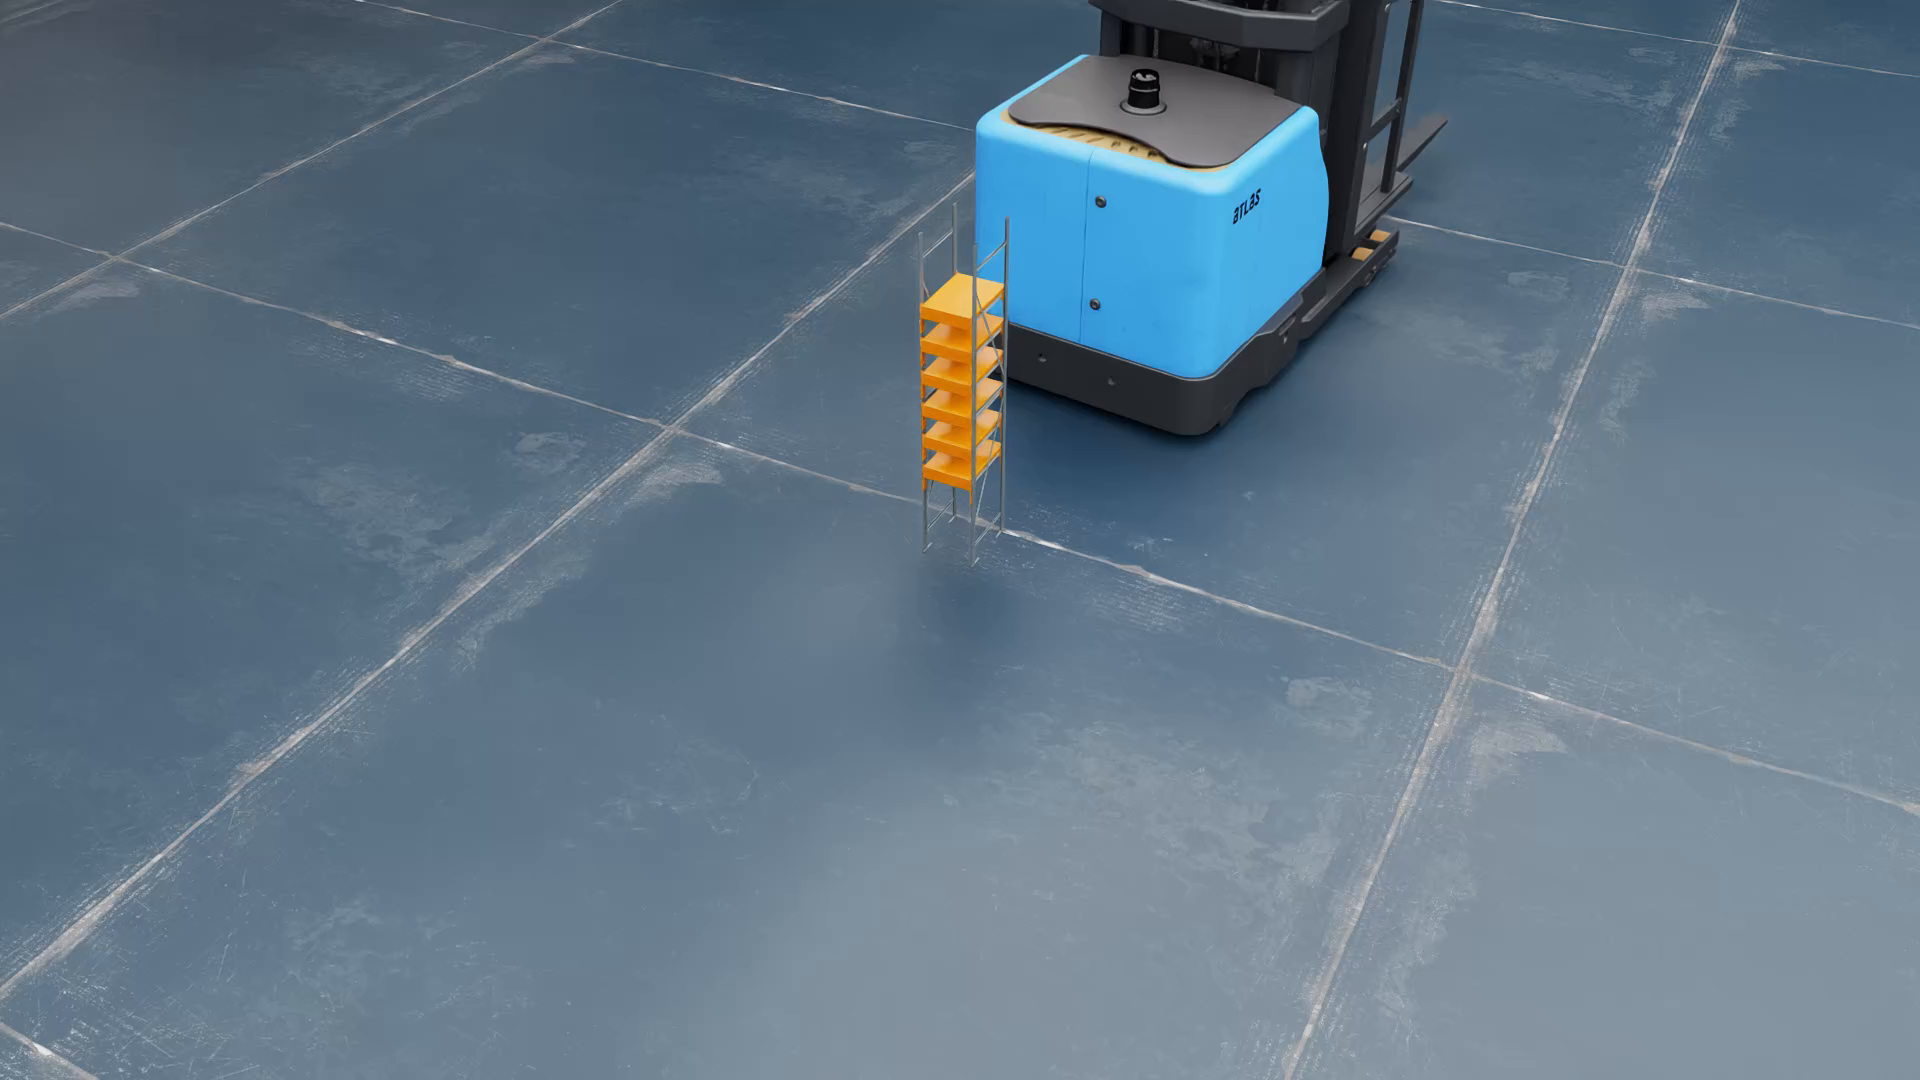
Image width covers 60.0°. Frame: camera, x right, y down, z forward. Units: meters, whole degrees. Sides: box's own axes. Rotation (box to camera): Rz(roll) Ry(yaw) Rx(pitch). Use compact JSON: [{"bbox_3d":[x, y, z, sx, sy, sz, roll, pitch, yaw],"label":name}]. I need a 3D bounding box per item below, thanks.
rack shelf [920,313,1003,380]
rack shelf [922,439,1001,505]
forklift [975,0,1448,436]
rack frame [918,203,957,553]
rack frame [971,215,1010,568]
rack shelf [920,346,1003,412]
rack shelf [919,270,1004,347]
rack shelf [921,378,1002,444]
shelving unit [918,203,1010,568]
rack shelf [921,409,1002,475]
[{"bbox_3d":[0.013,-0.630,5.264,0.180,0.103,0.258,17,41,21],"label":"rack shelf"},{"bbox_3d":[0.013,-0.247,5.554,0.180,0.103,0.258,17,41,21],"label":"rack shelf"},{"bbox_3d":[1.270,-2.409,6.499,1.130,2.935,3.031,22,42,26],"label":"forklift"},{"bbox_3d":[-0.068,-0.499,5.415,0.006,1.200,0.240,17,41,21],"label":"rack frame"},{"bbox_3d":[0.094,-0.448,5.348,0.006,1.200,0.240,17,41,21],"label":"rack frame"},{"bbox_3d":[0.013,-0.534,5.336,0.180,0.103,0.258,17,41,21],"label":"rack shelf"},{"bbox_3d":[0.013,-0.725,5.191,0.180,0.103,0.258,17,41,21],"label":"rack shelf"},{"bbox_3d":[0.013,-0.438,5.409,0.180,0.103,0.258,17,41,21],"label":"rack shelf"},{"bbox_3d":[0.013,-0.474,5.382,0.189,1.200,0.258,17,41,21],"label":"shelving unit"},{"bbox_3d":[0.013,-0.343,5.481,0.180,0.103,0.258,17,41,21],"label":"rack shelf"}]
